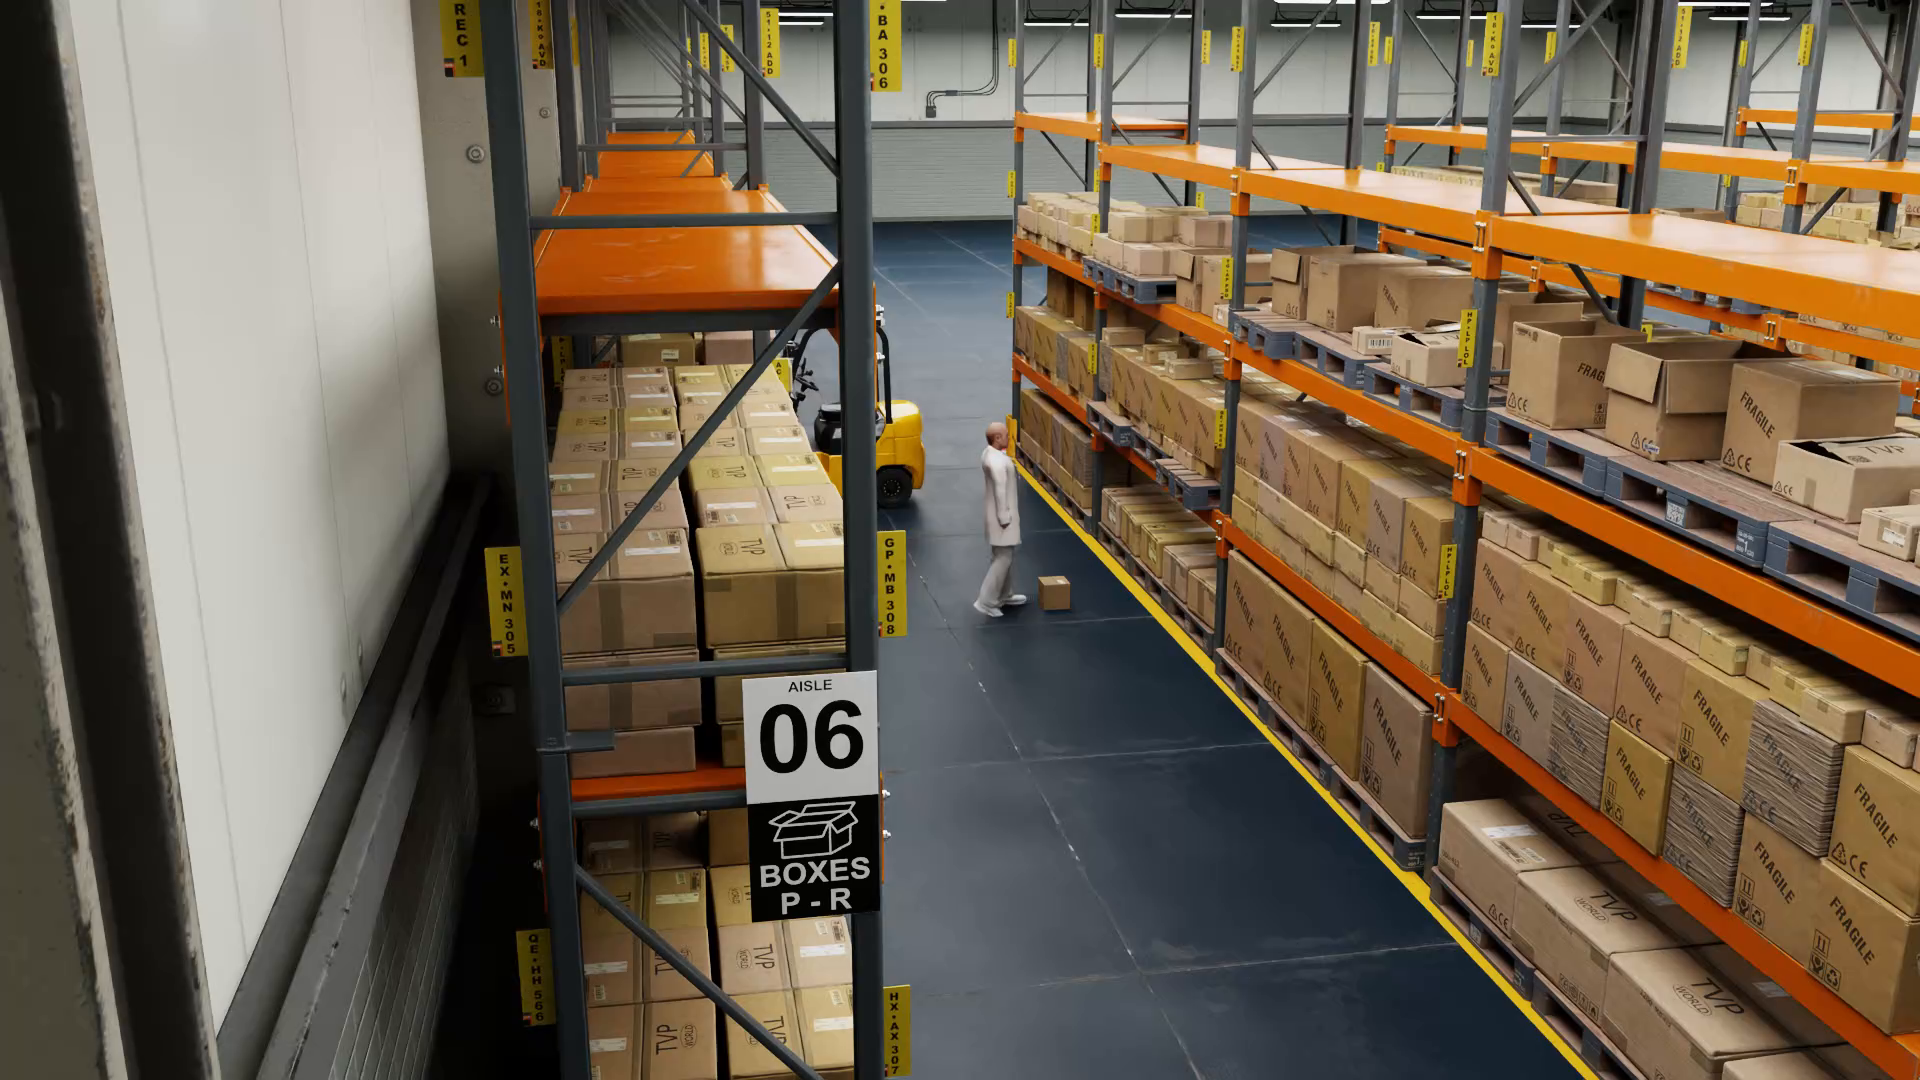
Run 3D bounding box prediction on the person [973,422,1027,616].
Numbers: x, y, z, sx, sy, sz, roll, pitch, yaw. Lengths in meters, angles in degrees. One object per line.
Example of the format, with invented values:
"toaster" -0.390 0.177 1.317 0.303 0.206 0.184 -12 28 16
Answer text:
"person" 0.374 -0.168 15.308 0.562 1.867 0.577 -3 16 -9
